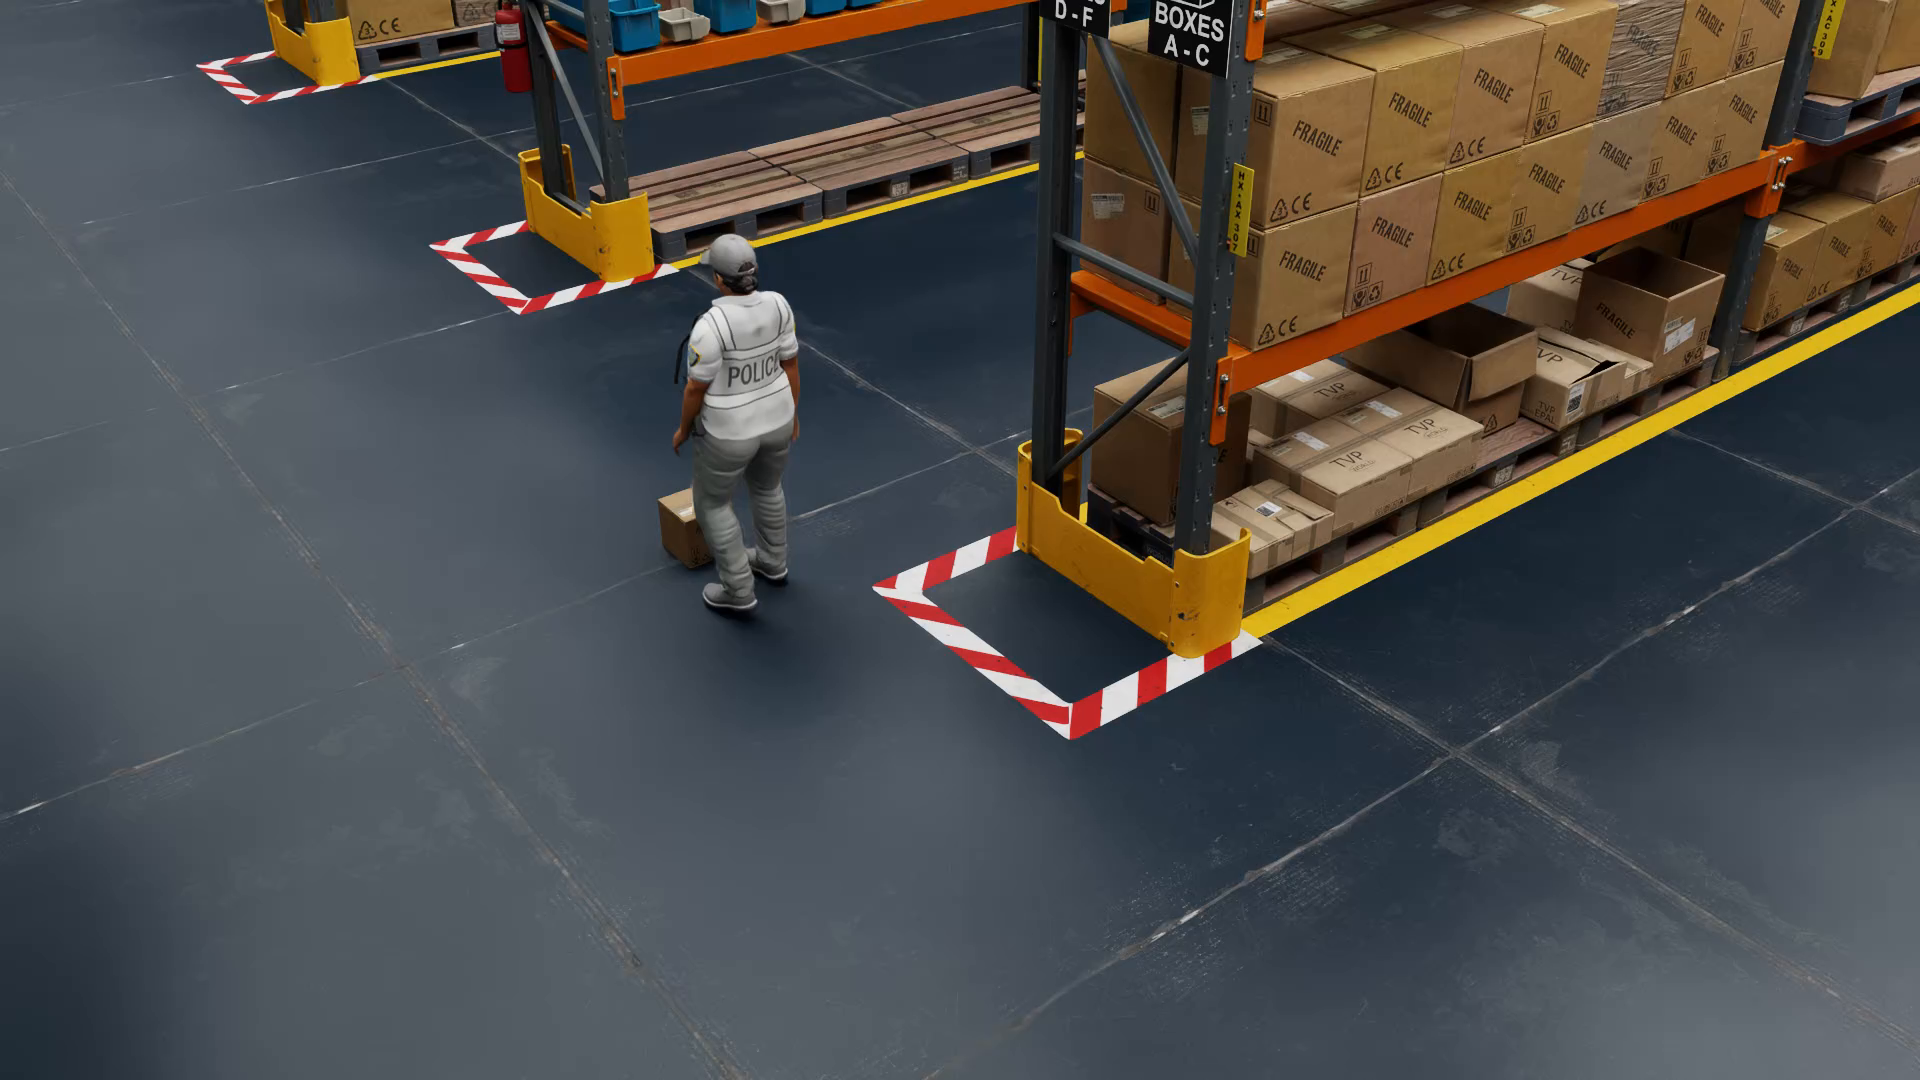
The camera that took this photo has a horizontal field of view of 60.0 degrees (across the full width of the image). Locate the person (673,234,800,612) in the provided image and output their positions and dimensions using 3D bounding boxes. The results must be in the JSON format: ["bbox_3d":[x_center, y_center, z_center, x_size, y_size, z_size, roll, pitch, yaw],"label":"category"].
[{"bbox_3d":[-0.925,-0.487,6.880,0.519,1.676,0.470,-27,41,-36],"label":"person"}]
